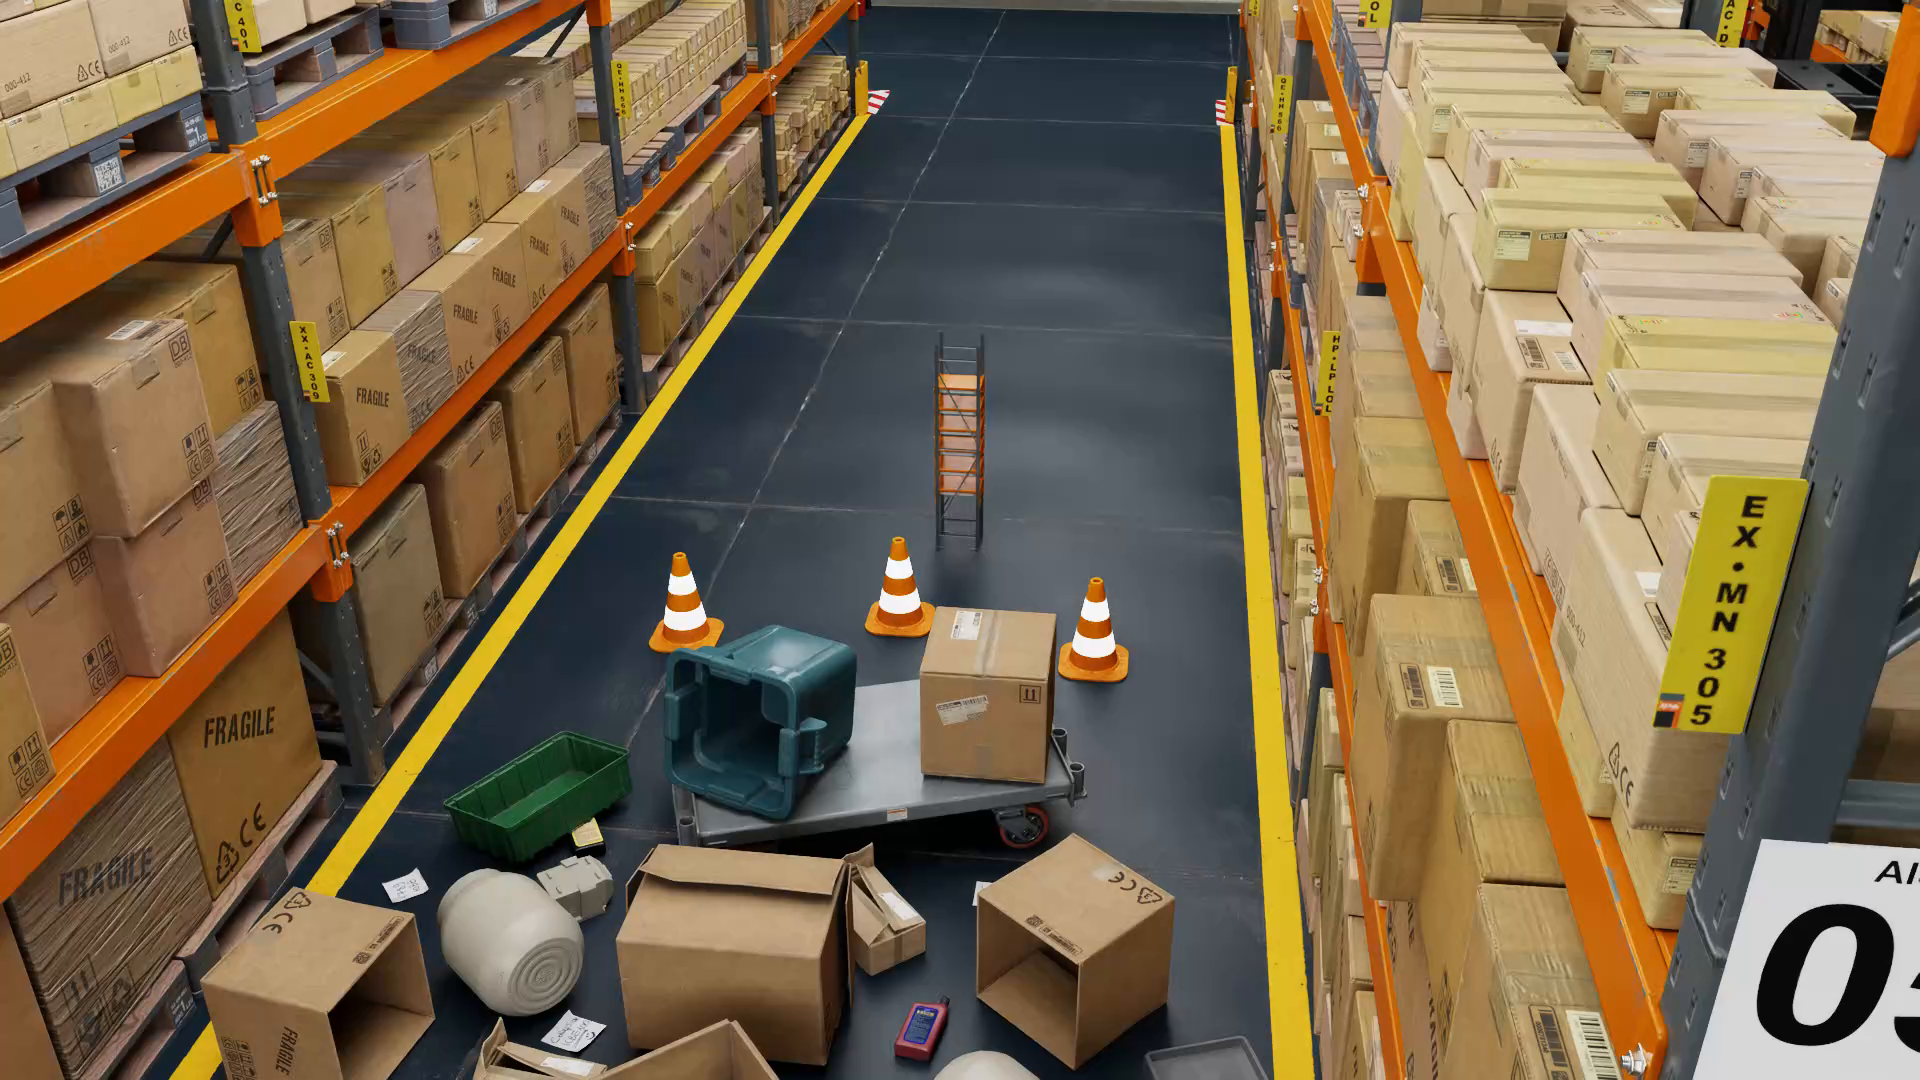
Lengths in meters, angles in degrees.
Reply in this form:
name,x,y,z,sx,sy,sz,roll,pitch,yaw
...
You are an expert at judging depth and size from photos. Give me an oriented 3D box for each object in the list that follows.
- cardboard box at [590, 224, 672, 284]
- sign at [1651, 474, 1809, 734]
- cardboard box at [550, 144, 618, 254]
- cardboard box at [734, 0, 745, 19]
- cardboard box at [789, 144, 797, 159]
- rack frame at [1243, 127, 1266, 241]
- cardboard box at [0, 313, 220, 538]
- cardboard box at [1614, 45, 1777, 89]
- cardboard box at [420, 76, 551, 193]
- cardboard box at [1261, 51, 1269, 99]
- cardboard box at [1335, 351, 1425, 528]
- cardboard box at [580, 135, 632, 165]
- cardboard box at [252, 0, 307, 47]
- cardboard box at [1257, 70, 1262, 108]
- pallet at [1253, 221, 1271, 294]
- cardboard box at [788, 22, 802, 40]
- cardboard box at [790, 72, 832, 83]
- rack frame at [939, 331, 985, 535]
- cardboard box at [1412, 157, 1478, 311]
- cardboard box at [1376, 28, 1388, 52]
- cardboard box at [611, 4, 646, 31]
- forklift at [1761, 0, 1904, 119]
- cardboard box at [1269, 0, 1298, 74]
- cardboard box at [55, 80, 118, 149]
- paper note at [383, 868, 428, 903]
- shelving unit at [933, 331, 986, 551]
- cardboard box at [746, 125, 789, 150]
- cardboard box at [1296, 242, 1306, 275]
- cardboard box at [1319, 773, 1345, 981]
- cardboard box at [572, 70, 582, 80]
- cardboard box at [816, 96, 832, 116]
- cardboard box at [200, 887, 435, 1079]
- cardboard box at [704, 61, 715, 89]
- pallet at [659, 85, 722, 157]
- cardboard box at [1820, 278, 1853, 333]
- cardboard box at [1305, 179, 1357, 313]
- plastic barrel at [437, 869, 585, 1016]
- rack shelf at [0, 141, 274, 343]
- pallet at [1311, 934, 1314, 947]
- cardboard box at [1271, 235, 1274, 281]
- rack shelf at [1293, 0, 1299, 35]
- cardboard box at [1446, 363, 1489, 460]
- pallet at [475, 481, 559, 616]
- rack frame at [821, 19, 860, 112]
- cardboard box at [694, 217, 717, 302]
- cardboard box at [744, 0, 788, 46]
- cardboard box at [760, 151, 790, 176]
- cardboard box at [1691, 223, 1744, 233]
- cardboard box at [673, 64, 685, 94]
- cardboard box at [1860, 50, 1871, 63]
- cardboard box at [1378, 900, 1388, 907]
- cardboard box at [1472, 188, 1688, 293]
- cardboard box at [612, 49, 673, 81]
name,x,y,z,sx,sy,sz,roll,pitch,yaw
cardboard box,-2.219,-1.902,11.020,0.500,0.250,0.500,2,28,4
sign,0.852,0.077,1.849,0.100,0.325,0.005,3,28,6
cardboard box,-2.333,-1.993,9.682,0.500,0.500,0.500,3,28,6
cardboard box,-1.910,-4.196,13.070,0.380,0.149,0.250,5,29,9
cardboard box,-1.698,-3.510,15.166,0.380,0.149,0.250,3,28,5
rack frame,2.871,-3.820,13.178,1.000,3.000,0.127,3,28,6
cardboard box,-3.066,-0.398,5.530,0.875,0.550,0.550,3,28,6
cardboard box,2.113,-1.326,4.811,0.380,0.149,0.250,3,28,5
cardboard box,-2.670,-2.212,9.034,0.700,0.500,0.500,3,28,5
cardboard box,2.413,-3.300,11.844,0.500,0.250,0.500,4,29,7
cardboard box,1.537,-0.236,5.051,0.700,0.500,0.500,4,29,6
cardboard box,-2.289,-2.450,10.457,0.380,0.149,0.250,3,28,5
cardboard box,-2.713,-2.054,6.331,0.258,0.266,0.396,3,28,5
cardboard box,2.493,-3.318,12.405,0.500,0.250,0.500,3,28,5
pallet,2.851,-2.225,13.157,1.003,0.211,1.213,3,28,6
cardboard box,-1.621,-4.561,14.817,0.380,0.149,0.250,4,29,7
cardboard box,-1.465,-4.508,16.391,0.380,0.149,0.250,2,28,4
rack frame,0.009,-0.564,9.033,0.240,1.200,0.006,3,28,6
cardboard box,1.437,-0.770,4.198,0.500,0.250,0.500,4,29,7
cardboard box,1.886,-2.015,6.380,0.500,0.250,0.500,4,29,7
cardboard box,-2.621,-3.985,12.680,0.380,0.149,0.250,4,29,7
forklift,4.657,-1.415,8.786,1.130,2.935,3.031,3,29,6
cardboard box,2.376,-3.393,11.225,0.500,0.500,0.500,3,28,5
cardboard box,-2.822,-1.303,5.059,0.380,0.149,0.250,4,29,7
paper note,-2.218,1.382,6.652,0.147,0.020,0.142,-17,33,-29
shelving unit,-0.002,-0.521,8.953,0.258,1.200,0.189,3,28,6
cardboard box,-1.714,-3.528,14.572,0.380,0.149,0.250,5,29,9
cardboard box,1.955,-1.483,8.663,0.380,0.149,0.250,4,29,6
cardboard box,1.497,1.156,5.607,0.500,0.500,0.500,4,29,8
cardboard box,-2.811,-3.126,11.398,0.380,0.149,0.250,3,28,6
cardboard box,-1.458,-4.249,16.224,0.380,0.149,0.250,4,29,7
cardboard box,-2.206,1.596,5.759,0.500,0.500,0.500,8,29,15
cardboard box,-2.029,-3.447,12.308,0.380,0.149,0.250,2,28,4
pallet,-2.342,-3.027,11.908,1.003,0.211,1.213,3,28,6
cardboard box,1.794,-0.357,3.012,0.380,0.149,0.250,3,28,6
cardboard box,1.912,-1.367,7.764,0.500,0.500,0.500,2,28,4
plastic barrel,-1.651,1.463,6.088,0.421,0.421,0.512,-24,36,-37
rack shelf,-3.279,-0.357,4.345,1.077,0.370,4.000,3,28,6
pallet,1.844,1.492,6.258,1.003,0.211,1.213,3,28,6
cardboard box,2.771,-2.347,12.241,0.875,0.875,0.875,4,29,8
rack shelf,2.626,-3.882,10.889,1.077,0.370,4.000,3,28,6
cardboard box,1.311,-0.291,3.730,0.380,0.149,0.250,3,28,6
pallet,-2.868,-0.010,9.046,1.003,0.211,1.213,3,28,6
rack frame,-1.564,-5.943,17.118,1.000,3.000,0.127,3,28,6
cardboard box,-2.088,-2.058,12.101,0.500,0.500,0.500,3,28,5
cardboard box,-1.743,-4.453,13.934,0.500,0.500,0.500,3,28,5
cardboard box,-1.692,-3.273,14.411,0.380,0.149,0.250,5,29,9
cardboard box,1.919,-0.499,3.695,0.500,0.250,0.500,4,29,7
cardboard box,-2.129,-3.204,11.544,0.380,0.149,0.250,3,28,6
cardboard box,7.663,-3.957,13.697,0.380,0.149,0.250,4,29,8
cardboard box,1.365,0.908,4.667,0.380,0.149,0.250,3,28,6
cardboard box,1.304,-0.632,3.523,0.380,0.149,0.250,4,29,7
cardboard box,-2.166,-3.213,11.247,0.380,0.149,0.250,5,29,9
